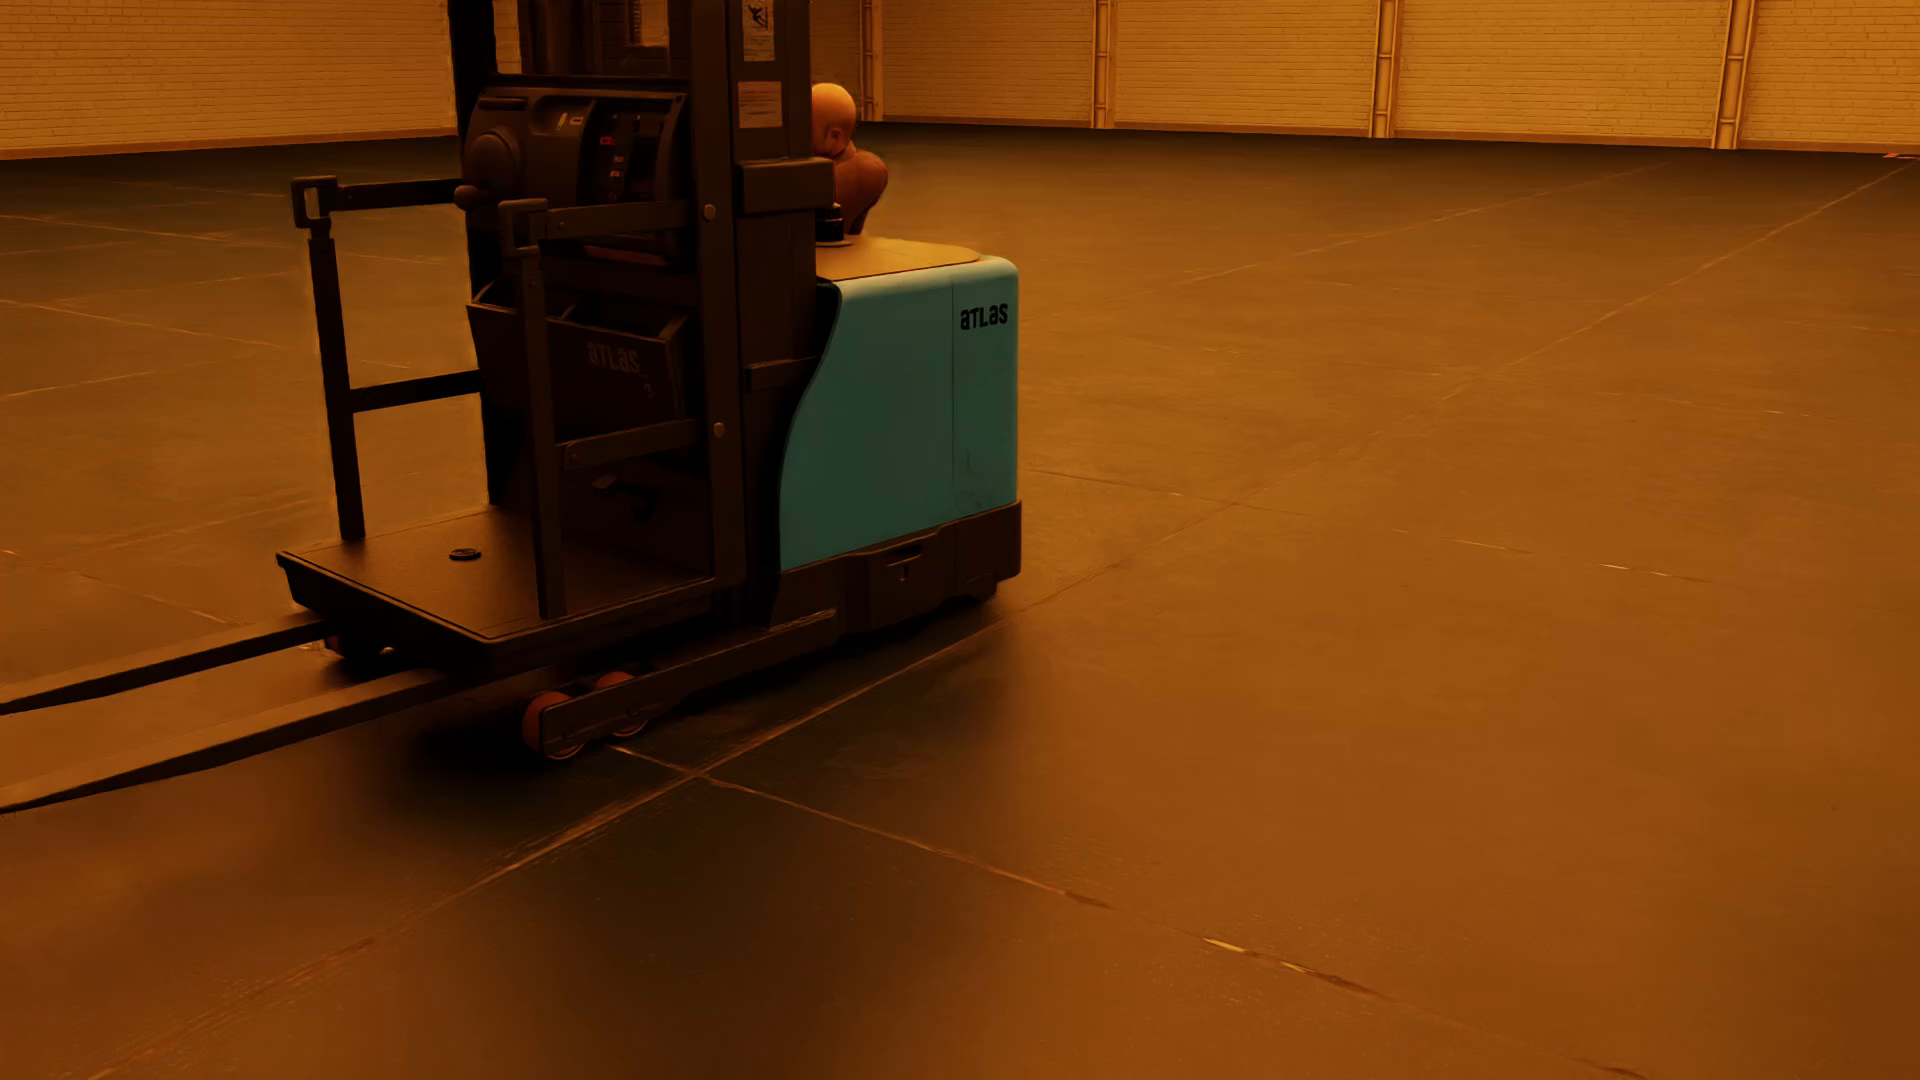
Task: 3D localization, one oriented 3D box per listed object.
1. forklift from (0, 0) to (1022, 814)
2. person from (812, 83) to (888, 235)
[{"bbox_3d":[-1.175,-1.023,4.254,1.130,2.935,3.031,15,22,41],"label":"forklift"},{"bbox_3d":[-0.567,-0.865,6.066,0.893,1.565,0.979,5,17,16],"label":"person"}]
